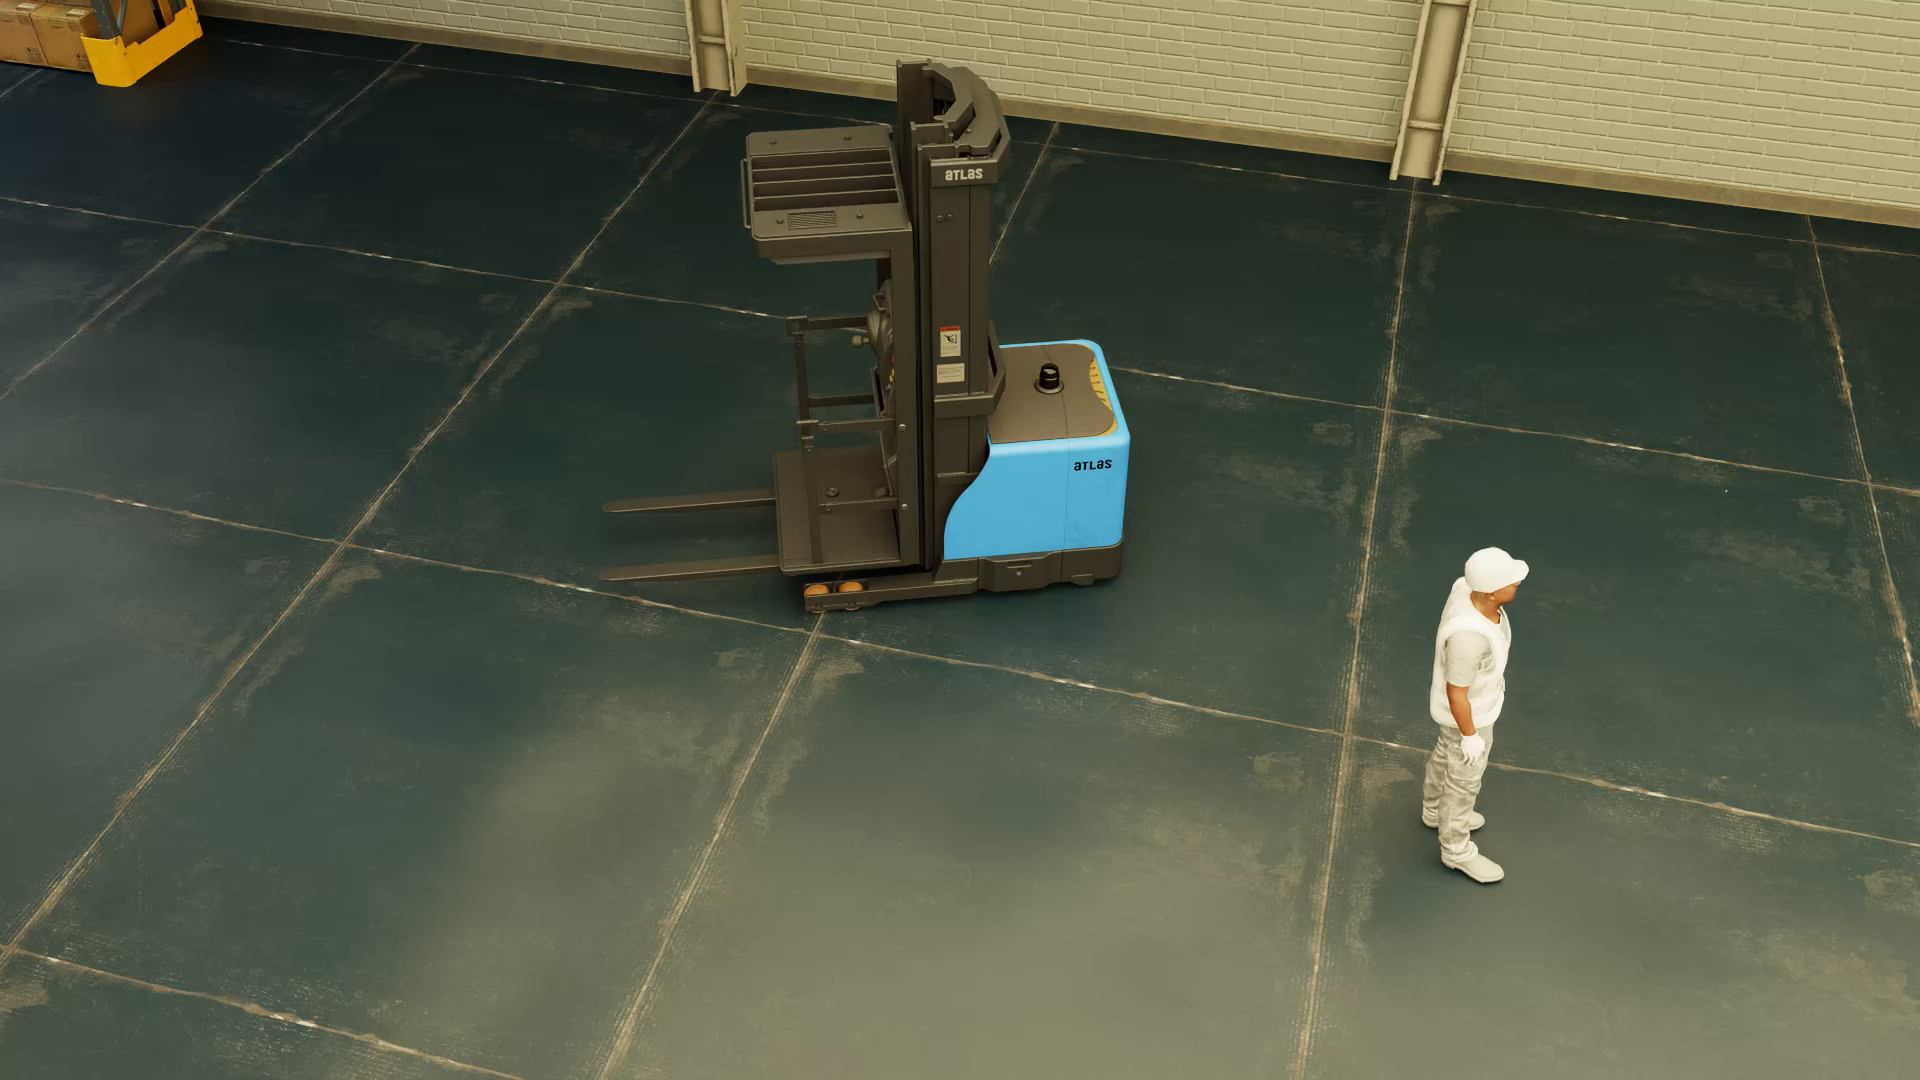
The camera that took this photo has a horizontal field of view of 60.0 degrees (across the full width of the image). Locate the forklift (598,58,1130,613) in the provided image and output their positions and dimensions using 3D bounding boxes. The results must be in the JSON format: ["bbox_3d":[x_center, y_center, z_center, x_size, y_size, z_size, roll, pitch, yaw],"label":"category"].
[{"bbox_3d":[-0.604,-1.052,9.062,3.031,2.935,1.130,-5,41,-5],"label":"forklift"}]

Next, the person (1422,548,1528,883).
[{"bbox_3d":[2.467,0.781,7.835,0.575,1.780,0.656,12,43,13],"label":"person"}]
